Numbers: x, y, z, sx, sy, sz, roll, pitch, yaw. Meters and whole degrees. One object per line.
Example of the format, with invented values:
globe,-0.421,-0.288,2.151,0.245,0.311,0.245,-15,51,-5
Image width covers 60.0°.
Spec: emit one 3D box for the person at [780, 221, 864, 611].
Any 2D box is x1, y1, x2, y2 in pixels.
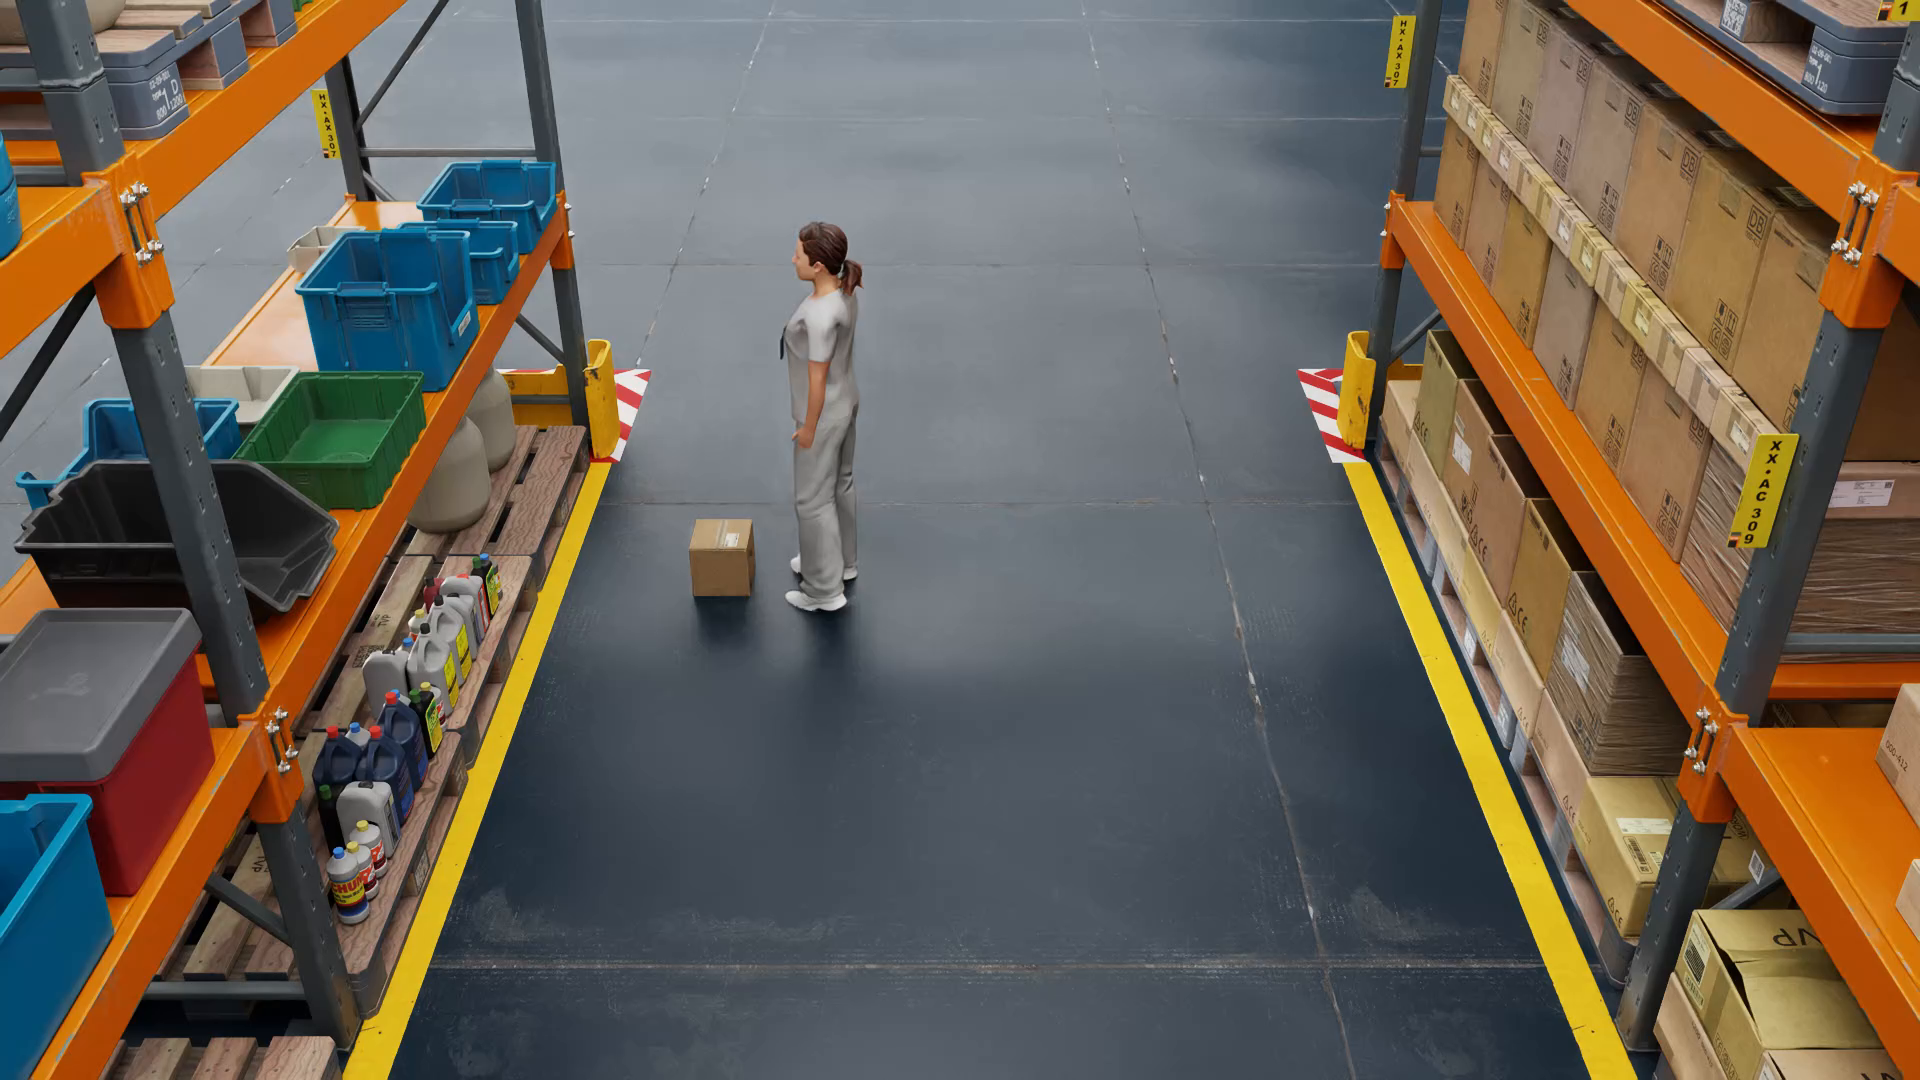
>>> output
person,-0.581,-0.510,6.977,0.394,1.702,0.525,5,32,8
